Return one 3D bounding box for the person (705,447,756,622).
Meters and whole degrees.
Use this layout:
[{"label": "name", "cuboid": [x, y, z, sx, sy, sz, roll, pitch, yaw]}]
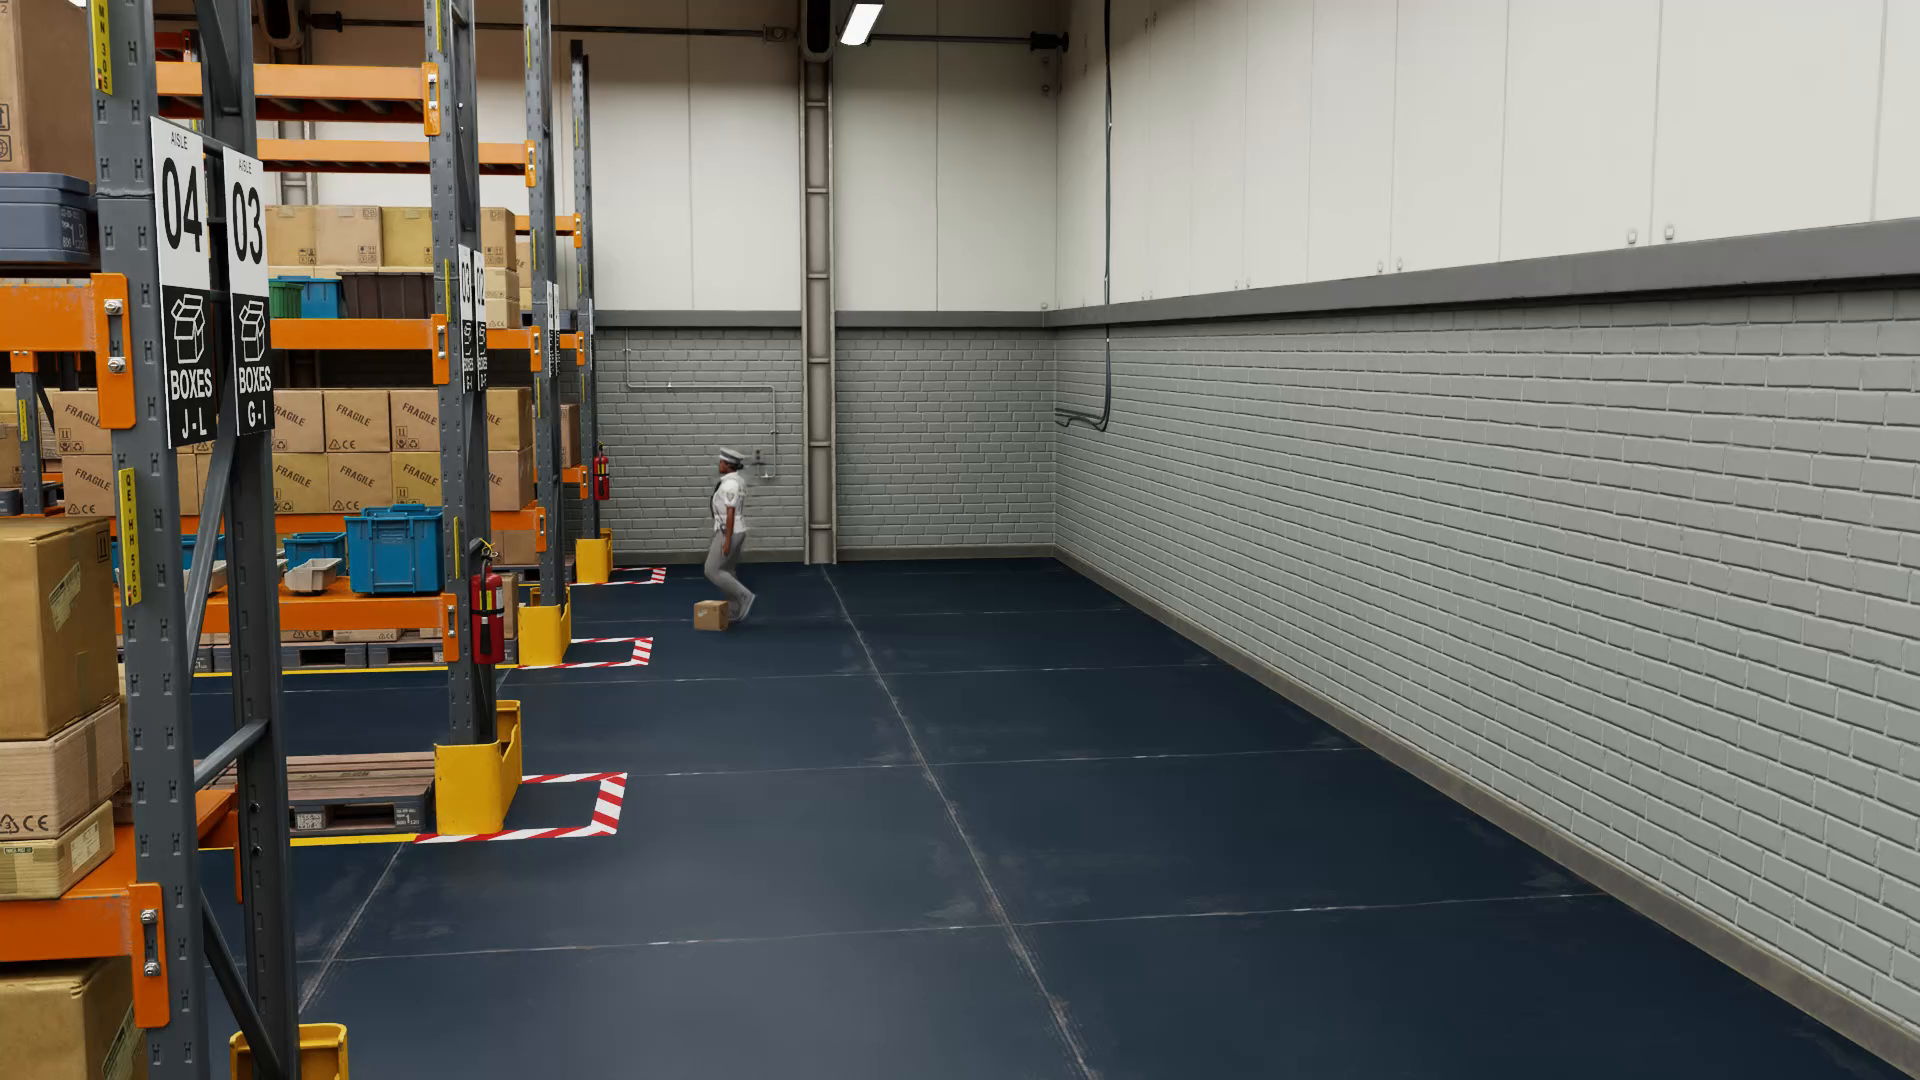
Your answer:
[{"label": "person", "cuboid": [-2.196, -0.049, 15.900, 0.454, 1.685, 0.478, 0, 7, 0]}]
